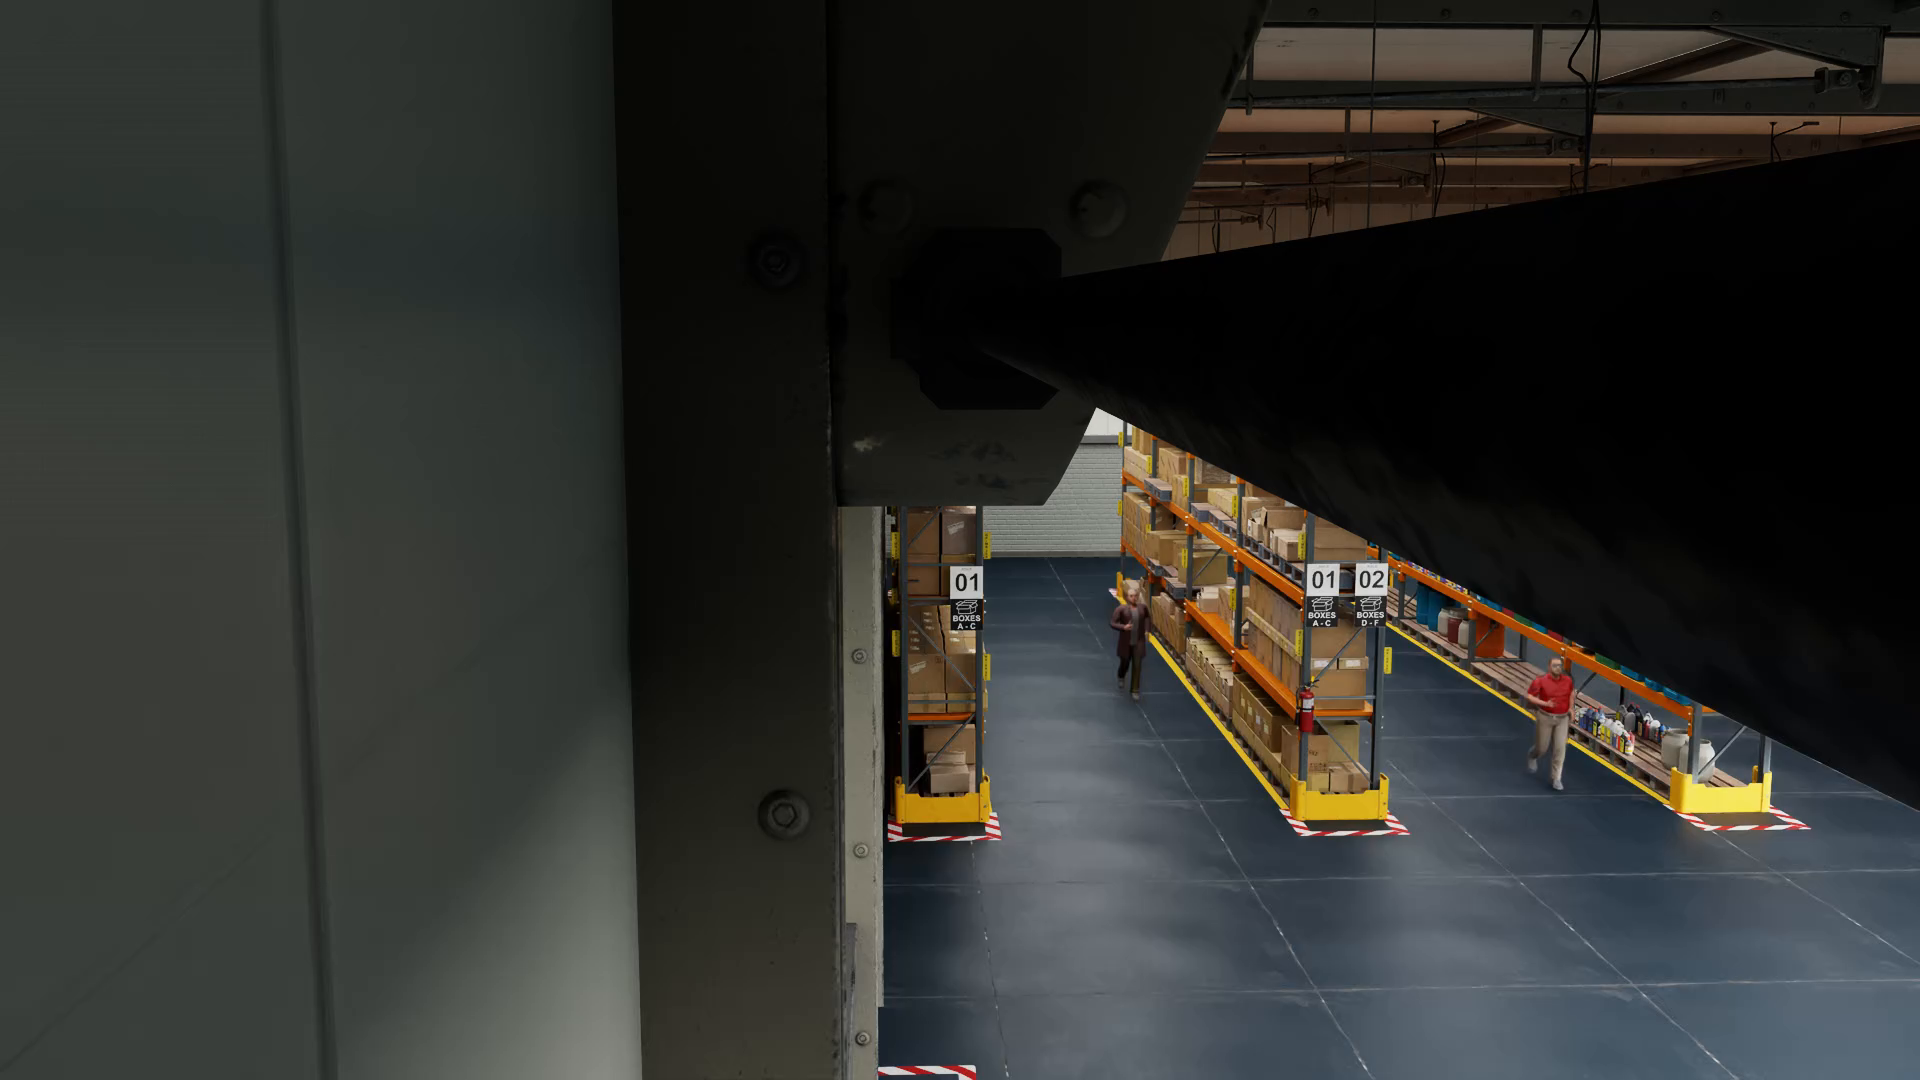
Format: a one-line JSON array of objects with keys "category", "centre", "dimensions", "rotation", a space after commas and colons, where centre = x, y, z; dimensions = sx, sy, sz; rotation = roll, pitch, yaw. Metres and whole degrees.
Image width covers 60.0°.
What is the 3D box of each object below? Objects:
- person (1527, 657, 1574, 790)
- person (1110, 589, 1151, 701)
[{"category": "person", "centre": [7.844, 2.385, 22.085], "dimensions": [0.684, 1.707, 0.859], "rotation": [0, 8, 0]}, {"category": "person", "centre": [2.767, 1.657, 26.971], "dimensions": [0.718, 1.761, 0.965], "rotation": [-1, 8, -7]}]
